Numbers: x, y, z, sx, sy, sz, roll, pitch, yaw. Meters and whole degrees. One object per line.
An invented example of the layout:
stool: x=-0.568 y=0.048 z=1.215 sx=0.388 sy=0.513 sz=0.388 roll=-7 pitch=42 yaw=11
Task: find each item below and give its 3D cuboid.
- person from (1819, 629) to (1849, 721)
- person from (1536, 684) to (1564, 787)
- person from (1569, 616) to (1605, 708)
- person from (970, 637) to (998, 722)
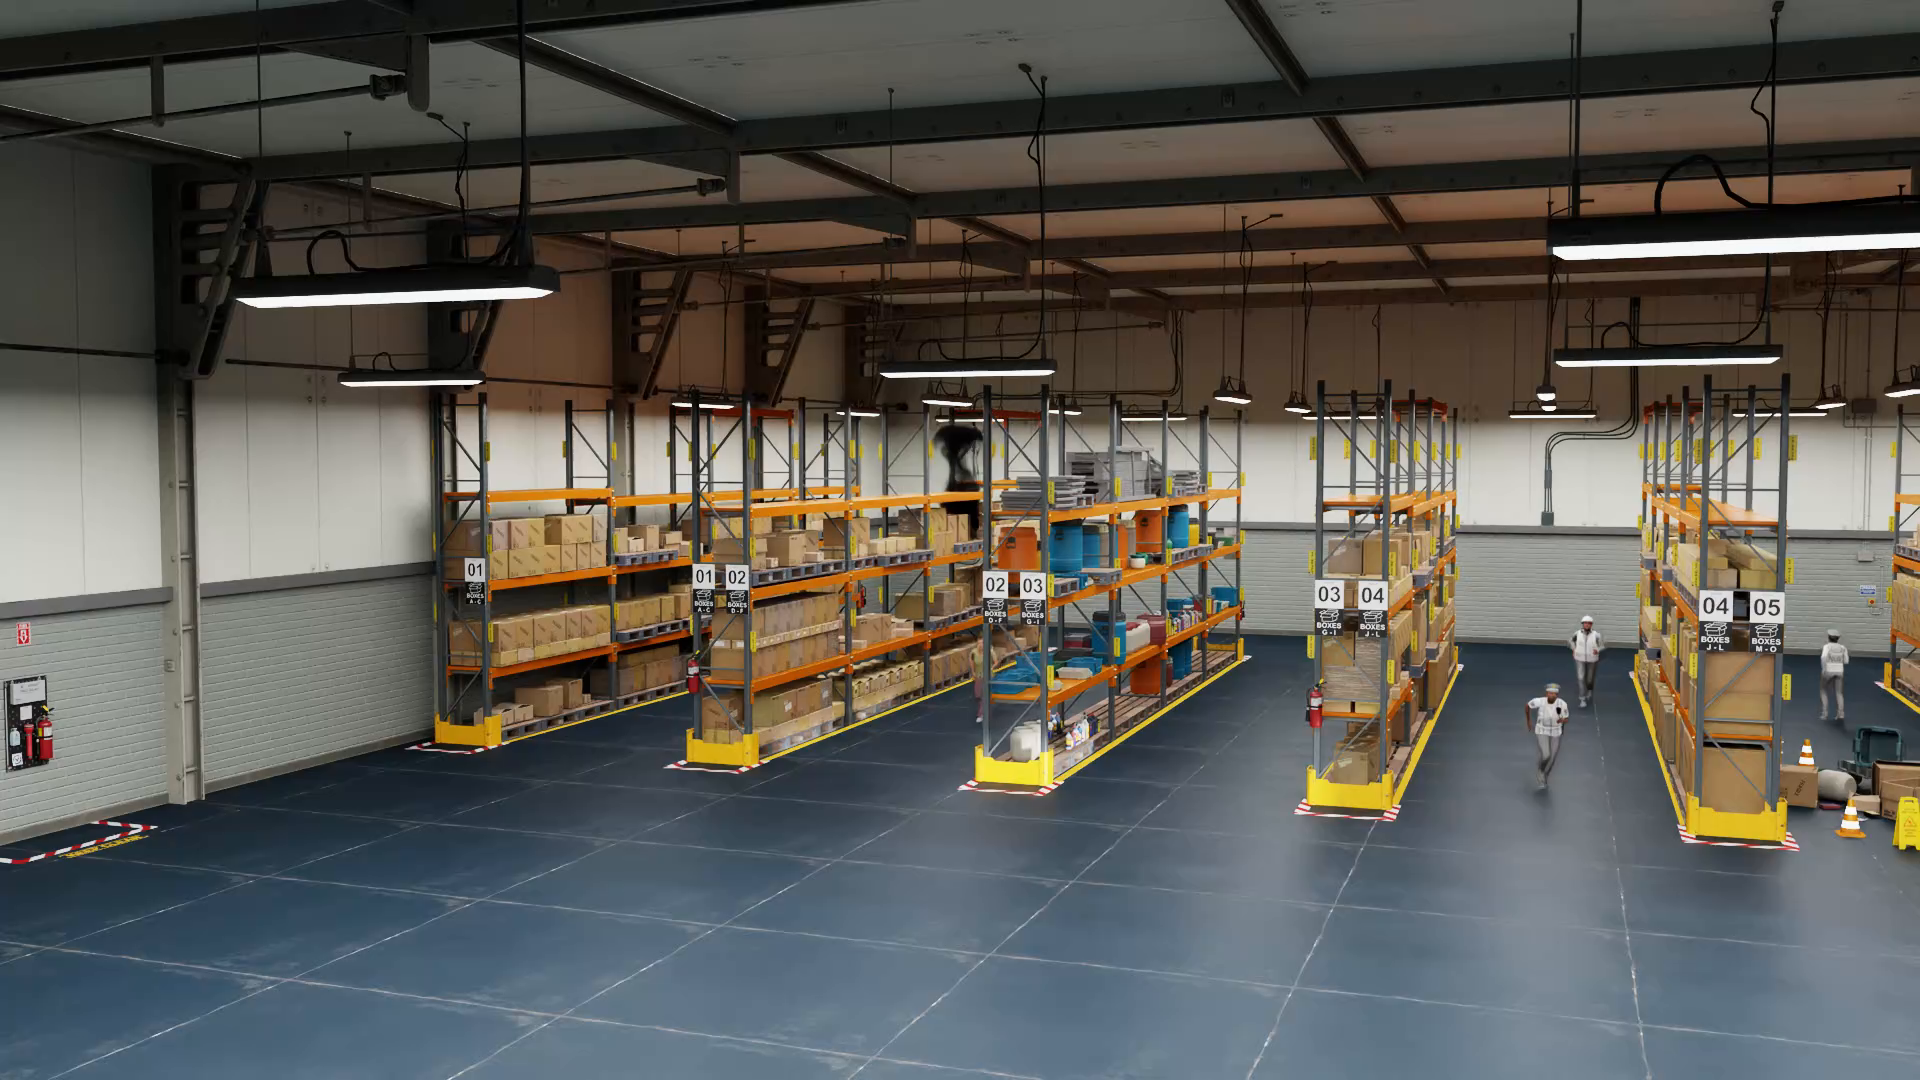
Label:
person: x=16.166 y=2.525 z=30.778 sx=0.552 sy=1.735 sz=0.801 roll=1 pitch=3 yaw=12
person: x=8.705 y=2.882 z=24.551 sx=0.401 sy=1.609 sz=0.664 roll=0 pitch=3 yaw=4
person: x=12.341 y=2.379 z=32.759 sx=0.662 sy=1.778 sz=0.931 roll=1 pitch=3 yaw=23
person: x=0.450 y=2.578 z=30.932 sx=0.573 sy=1.602 sz=0.705 roll=1 pitch=3 yaw=13
